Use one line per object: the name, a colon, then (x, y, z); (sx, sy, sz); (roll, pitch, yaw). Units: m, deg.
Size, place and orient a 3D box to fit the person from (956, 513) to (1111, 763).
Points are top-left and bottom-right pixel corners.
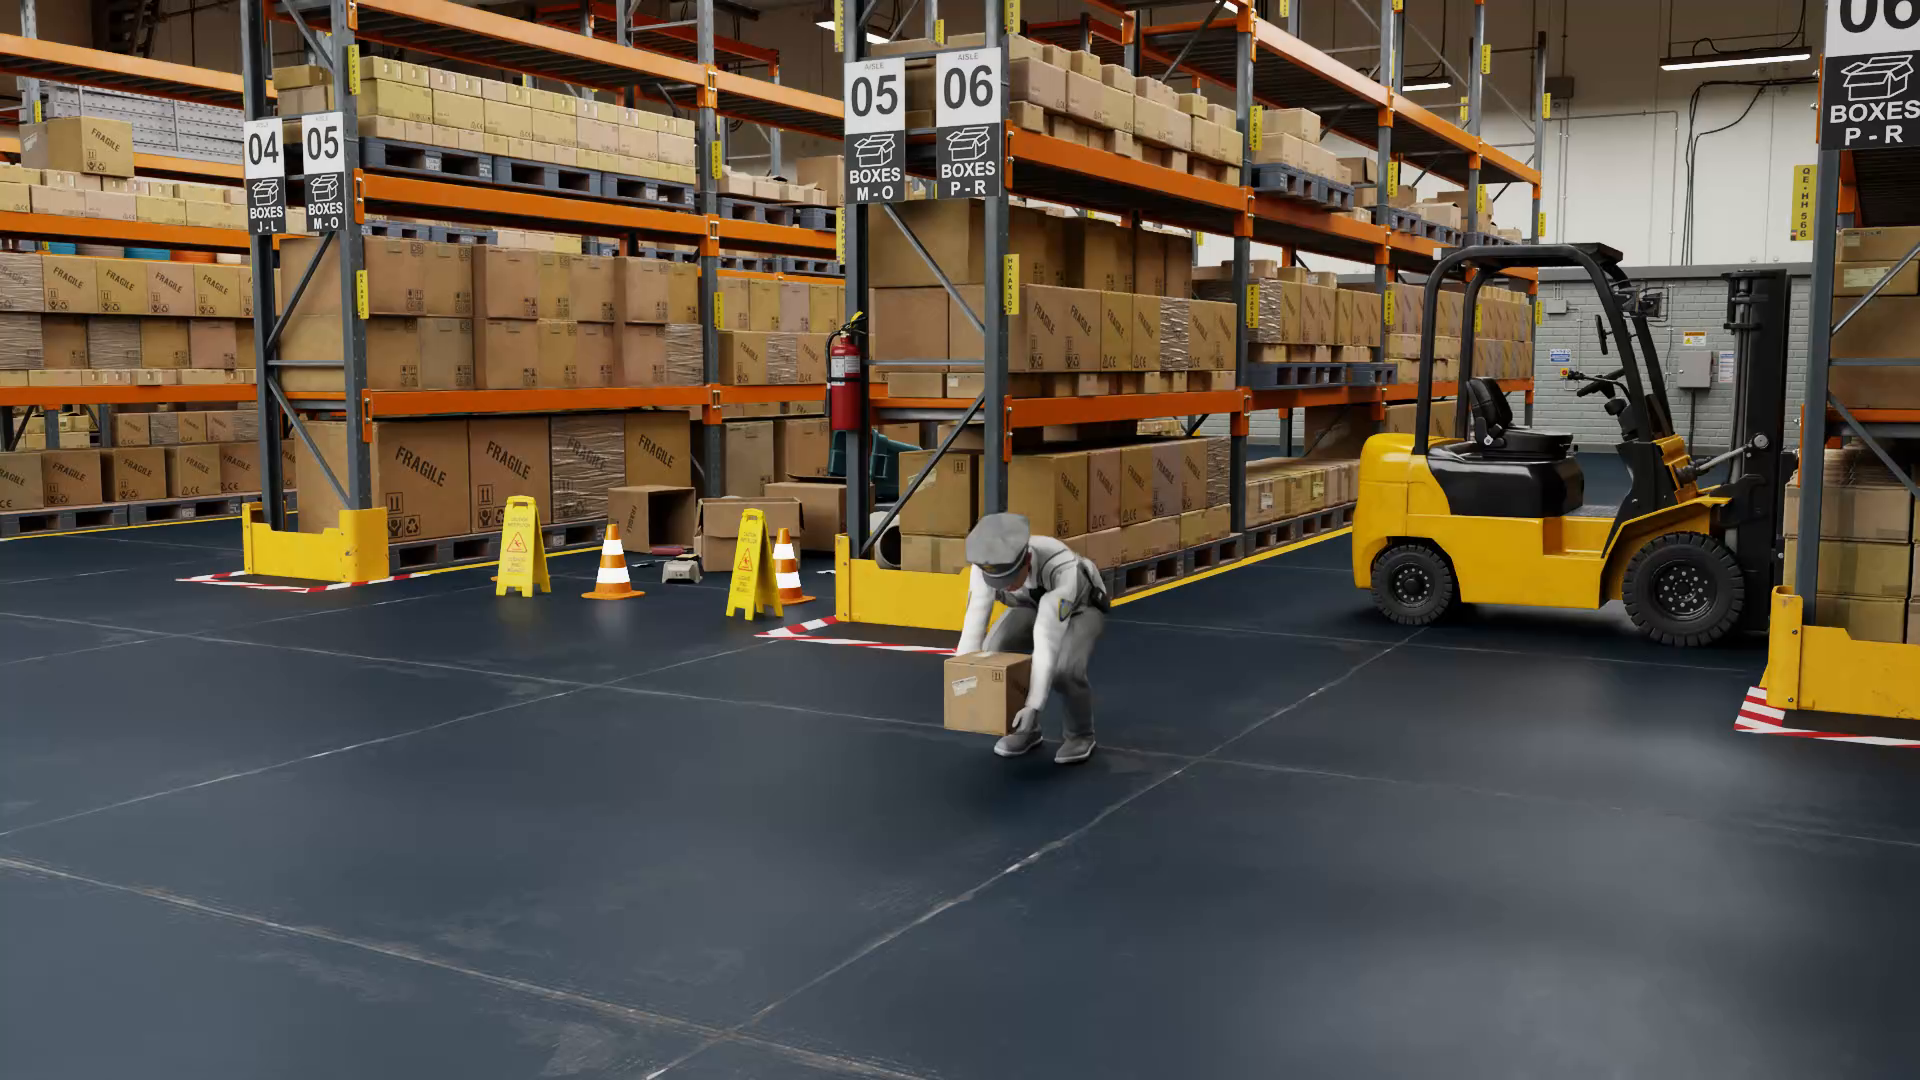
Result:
person: (0.278, 0.362, 6.244); (0.424, 0.978, 0.892); (3, 7, 27)
